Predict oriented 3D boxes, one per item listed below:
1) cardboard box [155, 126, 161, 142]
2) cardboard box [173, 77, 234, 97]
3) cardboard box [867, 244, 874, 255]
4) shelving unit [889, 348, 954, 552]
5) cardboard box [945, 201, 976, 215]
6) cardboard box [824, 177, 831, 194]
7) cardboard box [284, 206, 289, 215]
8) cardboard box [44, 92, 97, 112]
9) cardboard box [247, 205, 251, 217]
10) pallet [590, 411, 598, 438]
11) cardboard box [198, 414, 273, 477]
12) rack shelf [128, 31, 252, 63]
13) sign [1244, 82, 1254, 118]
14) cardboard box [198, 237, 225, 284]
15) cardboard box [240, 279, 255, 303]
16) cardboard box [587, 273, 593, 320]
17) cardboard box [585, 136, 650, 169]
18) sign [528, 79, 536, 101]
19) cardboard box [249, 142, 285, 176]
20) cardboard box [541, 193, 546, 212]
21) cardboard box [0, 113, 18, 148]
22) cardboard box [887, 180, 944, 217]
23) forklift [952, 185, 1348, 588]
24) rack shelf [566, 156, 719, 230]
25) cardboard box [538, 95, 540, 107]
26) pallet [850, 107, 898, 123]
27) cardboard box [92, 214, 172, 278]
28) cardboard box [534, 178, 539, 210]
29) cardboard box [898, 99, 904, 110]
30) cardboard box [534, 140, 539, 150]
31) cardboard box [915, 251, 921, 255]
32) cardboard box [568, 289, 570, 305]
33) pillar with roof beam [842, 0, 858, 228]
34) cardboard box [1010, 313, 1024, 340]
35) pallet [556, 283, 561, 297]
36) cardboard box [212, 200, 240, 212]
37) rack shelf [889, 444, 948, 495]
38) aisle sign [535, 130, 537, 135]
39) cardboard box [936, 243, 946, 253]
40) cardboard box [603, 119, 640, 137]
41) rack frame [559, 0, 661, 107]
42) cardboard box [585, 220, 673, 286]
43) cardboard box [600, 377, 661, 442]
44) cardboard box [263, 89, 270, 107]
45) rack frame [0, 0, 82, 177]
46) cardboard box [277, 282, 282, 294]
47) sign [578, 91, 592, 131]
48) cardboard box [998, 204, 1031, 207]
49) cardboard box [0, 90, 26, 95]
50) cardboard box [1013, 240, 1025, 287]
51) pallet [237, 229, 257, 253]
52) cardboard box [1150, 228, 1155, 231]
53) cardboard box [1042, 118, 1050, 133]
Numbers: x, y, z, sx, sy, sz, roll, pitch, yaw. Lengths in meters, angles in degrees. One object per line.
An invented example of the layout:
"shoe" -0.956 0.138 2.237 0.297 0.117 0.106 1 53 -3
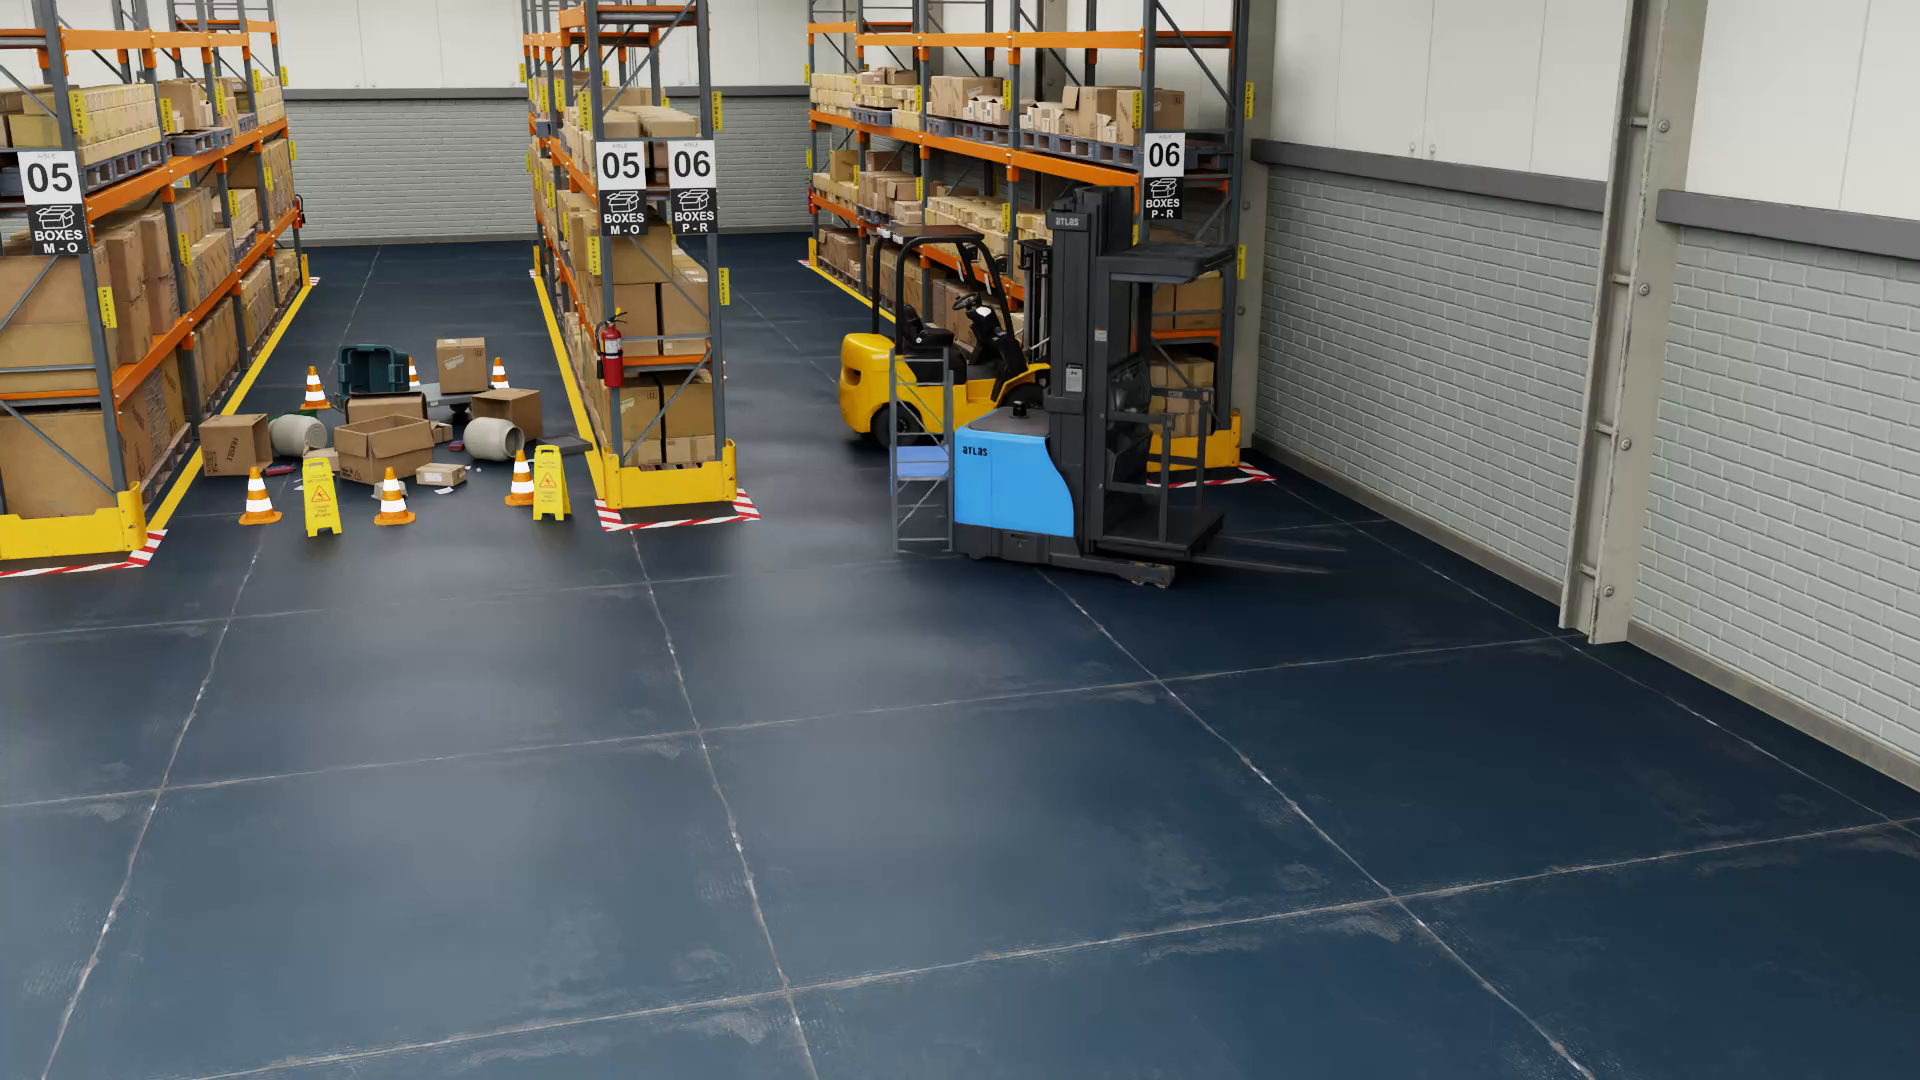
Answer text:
"cardboard box" -8.036 -3.958 16.235 0.380 0.149 0.250 -5 17 -15
"cardboard box" -10.644 -6.254 23.439 0.700 0.500 0.500 -5 17 -15
"cardboard box" -1.296 -4.689 26.835 0.380 0.149 0.250 -4 17 -13
"shelving unit" -0.326 -0.772 13.916 0.538 1.500 1.048 -1 17 -3
"cardboard box" 0.018 -4.421 22.154 0.380 0.149 0.250 -4 17 -15
"cardboard box" -2.092 -6.245 29.273 0.500 0.250 0.500 -5 17 -16
"cardboard box" -11.172 -5.391 27.122 0.380 0.149 0.250 -4 17 -14
"cardboard box" -7.269 -3.567 13.546 0.380 0.149 0.250 -5 17 -16
"cardboard box" -10.125 -4.593 23.220 0.380 0.149 0.250 -5 18 -17
"pallet" -3.494 -1.370 18.144 1.003 0.211 1.213 -5 17 -15
"cardboard box" -7.031 -0.924 16.156 0.500 0.500 0.500 -2 17 -6
"rack shelf" -10.093 -6.465 21.780 1.077 0.370 4.000 -5 17 -15
"sign" 2.694 -4.110 15.551 0.100 0.325 0.005 -5 17 -15
"cardboard box" -8.888 -3.243 19.361 0.500 0.500 0.500 -5 17 -16
"cardboard box" -9.639 -3.288 21.997 0.500 0.250 0.500 -5 17 -16
"cardboard box" -3.294 -2.378 15.963 0.500 0.500 0.500 -5 17 -16
"cardboard box" -3.013 -3.409 14.617 0.500 0.250 0.500 -5 17 -16
"sign" -6.444 -6.779 25.054 0.100 0.325 0.005 -5 17 -15
"cardboard box" -11.086 -6.067 26.507 0.500 0.500 0.500 -4 17 -12
"cardboard box" -6.061 -5.124 25.190 0.500 0.250 0.500 -5 17 -17
"cardboard box" -7.748 -3.232 13.123 0.500 0.250 0.500 -4 17 -15
"cardboard box" -0.666 -5.075 24.725 0.797 0.503 0.637 -5 17 -17
"forklift" 1.502 -1.209 12.882 3.031 2.935 1.130 7 18 23
"rack shelf" -3.163 -3.427 16.183 1.077 0.370 4.000 -5 17 -15
"cardboard box" -5.745 -6.141 23.472 0.396 0.266 0.258 -3 17 -11
"pallet" -1.028 -6.655 26.006 1.213 0.211 1.003 -5 17 -15
"cardboard box" -8.113 -2.810 15.955 0.875 0.550 0.550 -5 17 -15
"cardboard box" -6.866 -5.820 27.939 0.500 0.500 0.500 -5 17 -16
"cardboard box" -0.697 -6.381 24.333 0.380 0.149 0.250 -4 17 -14
"cardboard box" -6.793 -6.492 27.312 0.380 0.149 0.250 -5 17 -17
"cardboard box" -0.489 -4.442 26.013 0.380 0.149 0.250 -4 17 -14
"cardboard box" -5.163 -3.623 23.761 0.875 0.875 0.875 -4 17 -15
"pillar with roof beam" -6.252 -9.951 31.437 9.100 9.000 0.400 -5 17 -15
"cardboard box" 0.891 -2.486 19.326 0.500 0.250 0.500 -5 17 -16
"pallet" -6.045 -3.982 26.841 1.003 0.211 1.213 -5 17 -15
"cardboard box" -9.847 -4.447 22.217 0.380 0.149 0.250 -4 17 -14
"rack shelf" -0.326 -0.600 13.968 0.538 0.185 1.000 -1 17 -3
"aisle sign" -7.309 -7.449 29.019 0.394 0.787 0.004 -5 17 -15
"cardboard box" -0.020 -4.035 22.430 0.500 0.250 0.500 -5 17 -16
"cardboard box" -3.024 -3.624 14.640 0.380 0.149 0.250 -4 17 -14
"rack frame" -3.712 -5.761 17.489 1.000 3.000 0.127 -5 17 -15
"cardboard box" -2.963 -2.575 14.881 0.700 0.500 0.500 -5 17 -17
"cardboard box" -3.084 -1.226 15.565 0.500 0.500 0.500 -5 17 -15
"cardboard box" -10.801 -6.716 25.275 0.500 0.250 0.500 -4 17 -14
"rack frame" -7.345 -4.235 12.410 1.000 3.000 0.127 -5 17 -15
"cardboard box" -10.434 -3.785 25.048 0.380 0.149 0.250 -4 17 -13
"sign" -3.152 -3.604 13.983 0.100 0.325 0.005 -5 17 -15
"cardboard box" 0.716 -4.329 21.849 0.380 0.149 0.250 -5 17 -16
"cardboard box" -8.113 -3.728 14.080 0.380 0.149 0.250 -5 17 -16
"cardboard box" 0.930 -3.186 19.171 0.500 0.500 0.500 -5 17 -17
"pallet" -10.127 -4.028 22.480 1.003 0.211 1.213 -5 17 -15
"cardboard box" 1.874 -3.216 17.626 0.380 0.149 0.250 -5 17 -15
"cardboard box" 1.102 -4.486 17.991 0.380 0.149 0.250 -4 17 -14
